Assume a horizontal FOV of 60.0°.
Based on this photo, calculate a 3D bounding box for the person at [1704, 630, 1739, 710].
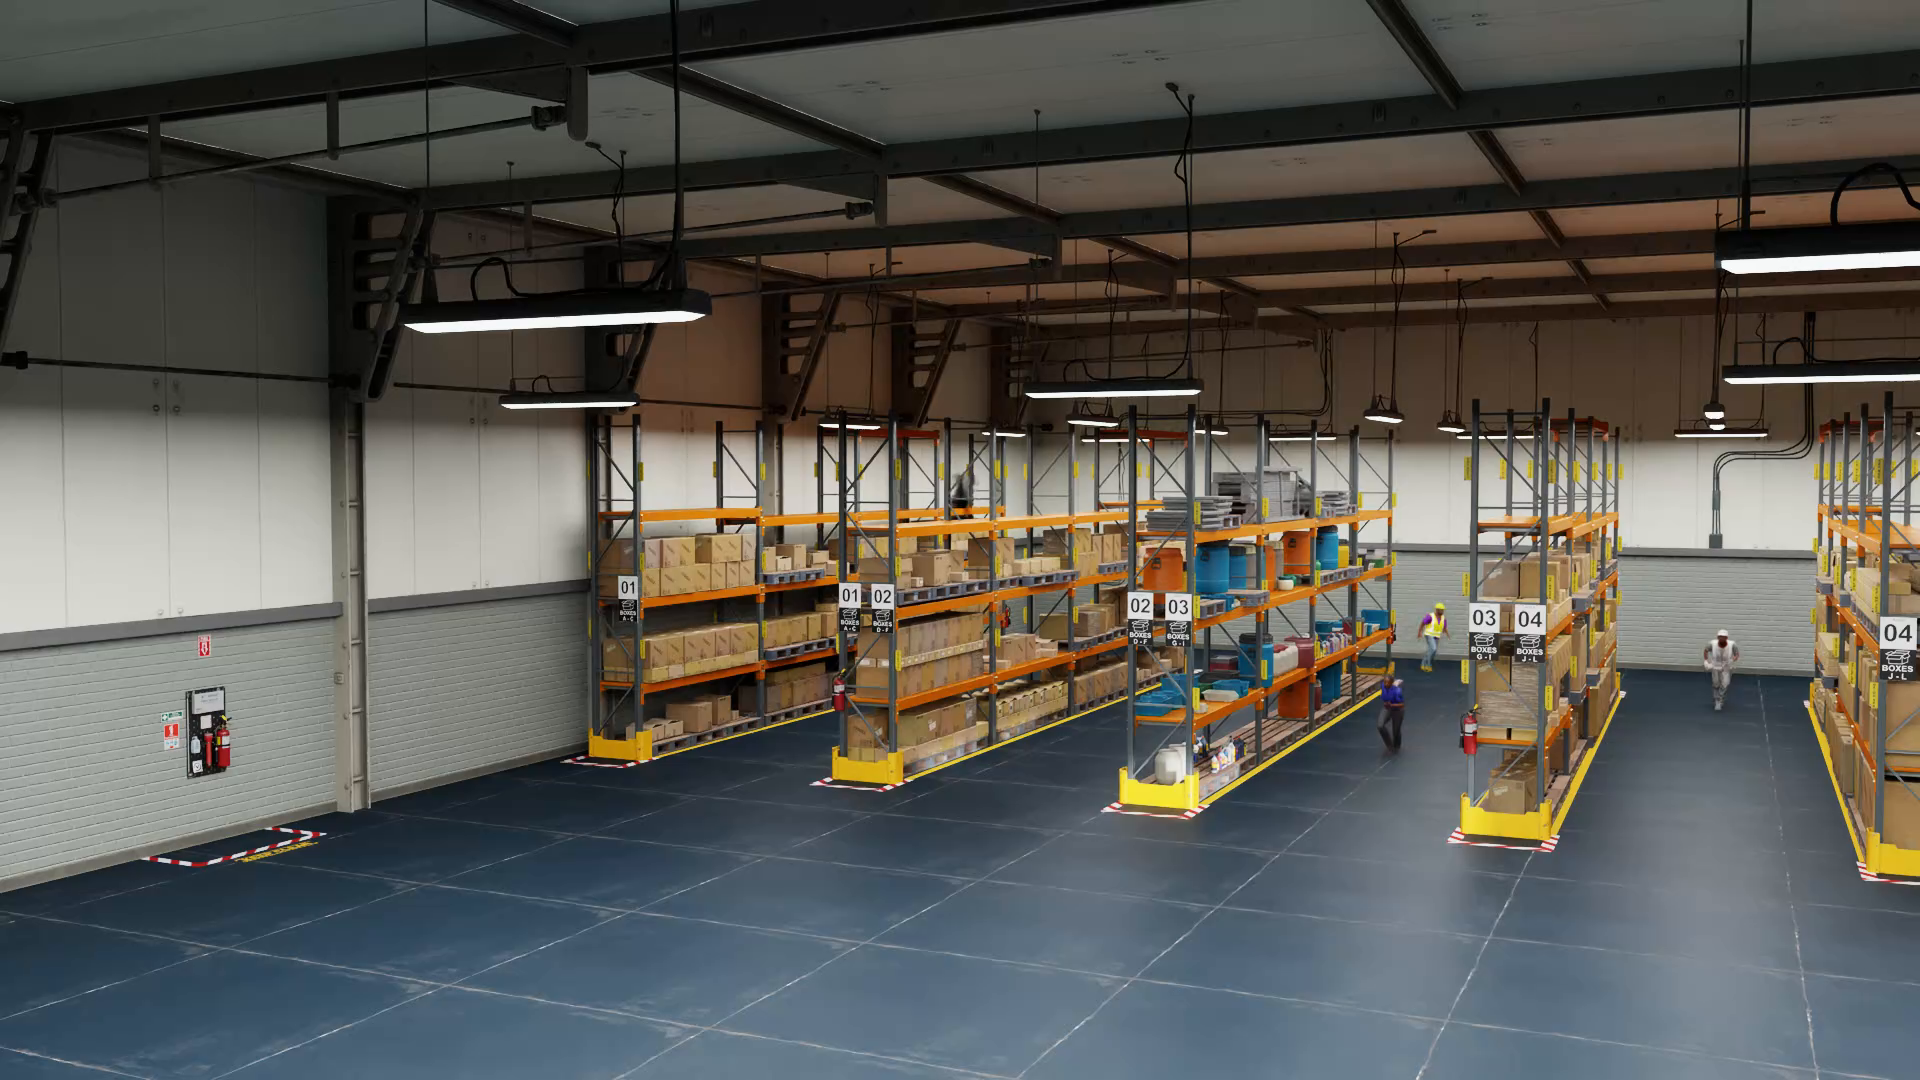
[{"bbox_3d":[16.040,2.725,35.027,0.662,1.705,0.761,1,2,16],"label":"person"}]

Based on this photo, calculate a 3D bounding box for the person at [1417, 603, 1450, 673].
[{"bbox_3d":[11.871,2.444,41.647,0.686,1.728,0.768,-1,2,-19],"label":"person"}]

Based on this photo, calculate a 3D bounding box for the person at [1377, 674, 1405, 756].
[{"bbox_3d":[7.626,3.052,29.290,0.566,1.462,1.063,2,3,35],"label":"person"}]
